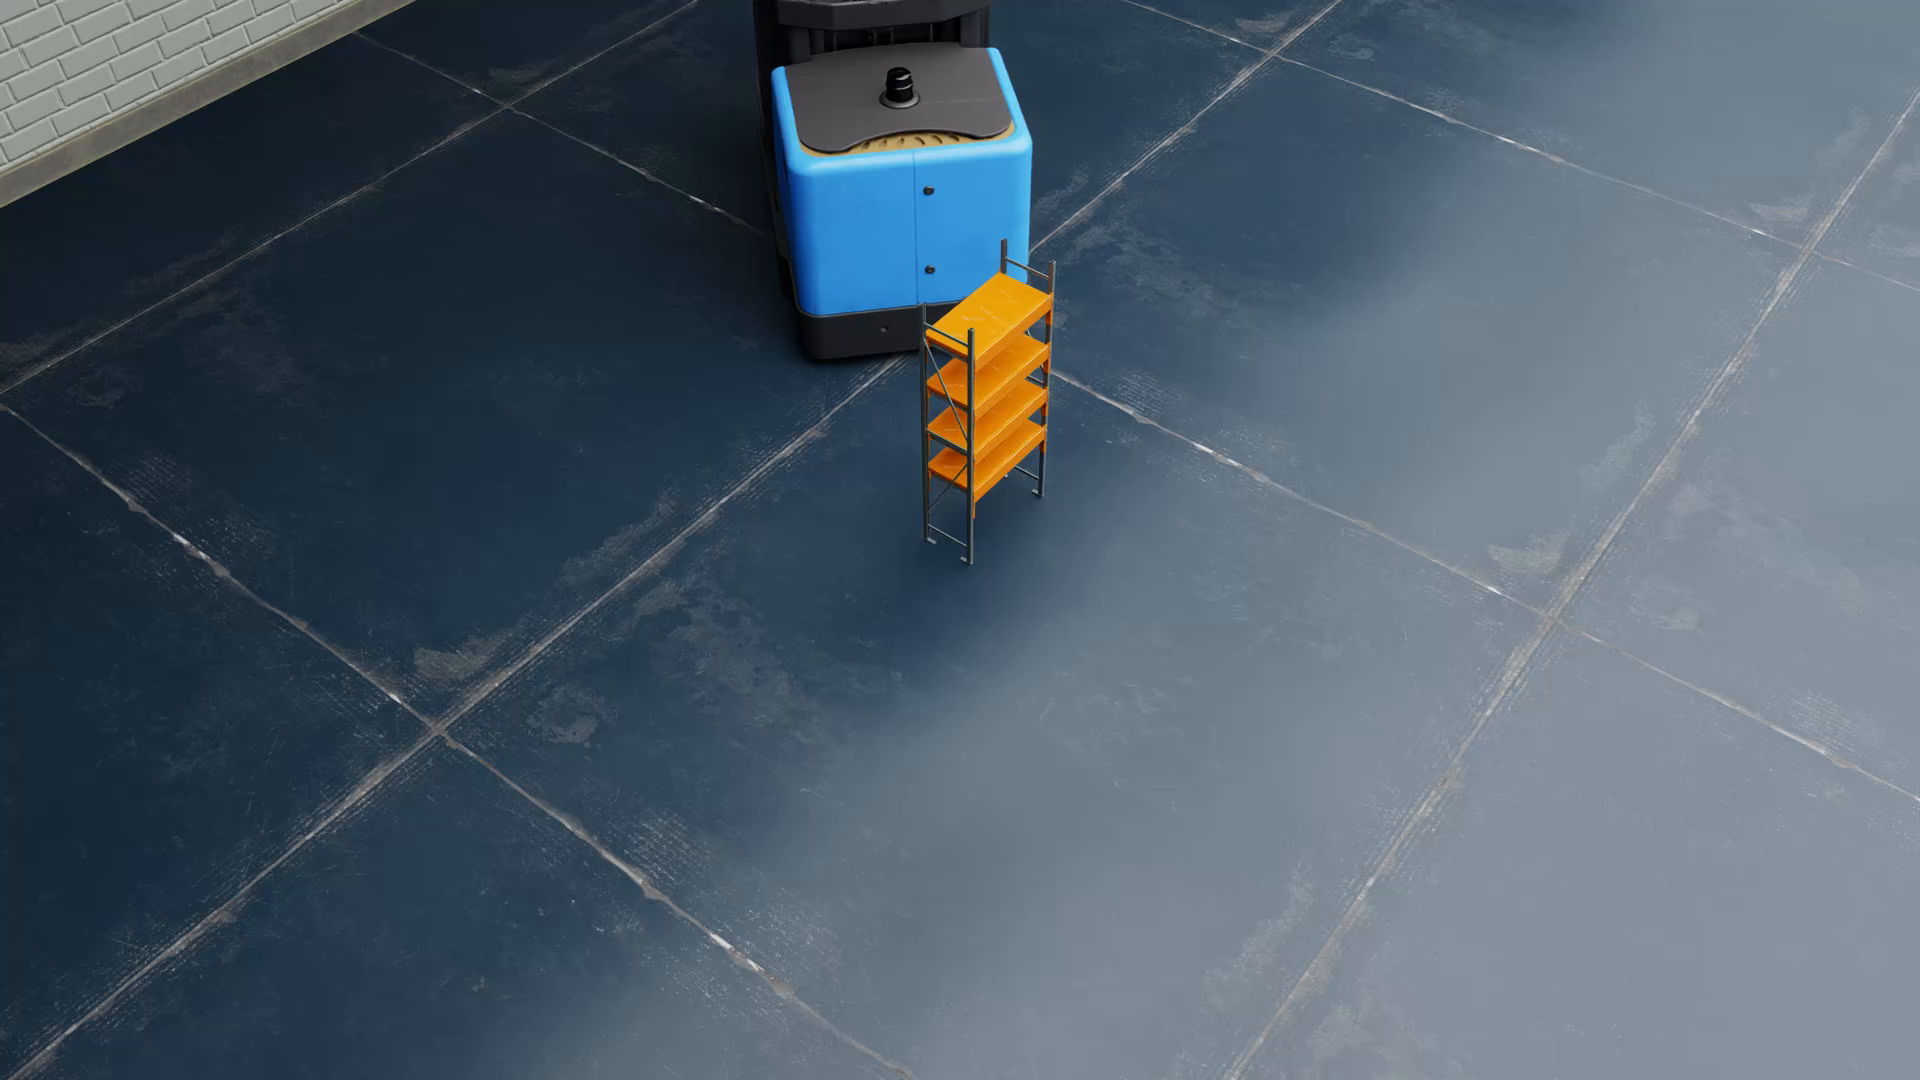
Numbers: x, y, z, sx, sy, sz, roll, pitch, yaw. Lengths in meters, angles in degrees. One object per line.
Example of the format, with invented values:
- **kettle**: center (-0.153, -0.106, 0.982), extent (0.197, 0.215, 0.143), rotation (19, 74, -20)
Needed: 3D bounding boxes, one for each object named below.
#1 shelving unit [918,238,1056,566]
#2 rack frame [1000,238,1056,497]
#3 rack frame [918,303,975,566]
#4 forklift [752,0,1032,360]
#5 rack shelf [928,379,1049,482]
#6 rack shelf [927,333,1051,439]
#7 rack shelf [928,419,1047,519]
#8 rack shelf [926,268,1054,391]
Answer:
- **shelving unit**: center (0.101, -0.509, 6.407), extent (0.258, 1.200, 0.503), rotation (29, 53, 25)
- **rack frame**: center (0.250, -0.649, 6.540), extent (0.240, 1.200, 0.015), rotation (29, 53, 25)
- **rack frame**: center (-0.048, -0.370, 6.273), extent (0.240, 1.200, 0.015), rotation (29, 53, 25)
- **forklift**: center (-0.446, -2.899, 7.493), extent (1.130, 2.935, 3.031), rotation (-7, 47, -7)
- **rack shelf**: center (0.101, -0.463, 6.455), extent (0.258, 0.148, 0.480), rotation (29, 53, 25)
- **rack shelf**: center (0.101, -0.617, 6.294), extent (0.258, 0.148, 0.480), rotation (29, 53, 25)
- **rack shelf**: center (0.101, -0.326, 6.599), extent (0.258, 0.148, 0.480), rotation (29, 53, 25)
- **rack shelf**: center (0.101, -0.781, 6.122), extent (0.258, 0.148, 0.480), rotation (29, 53, 25)
